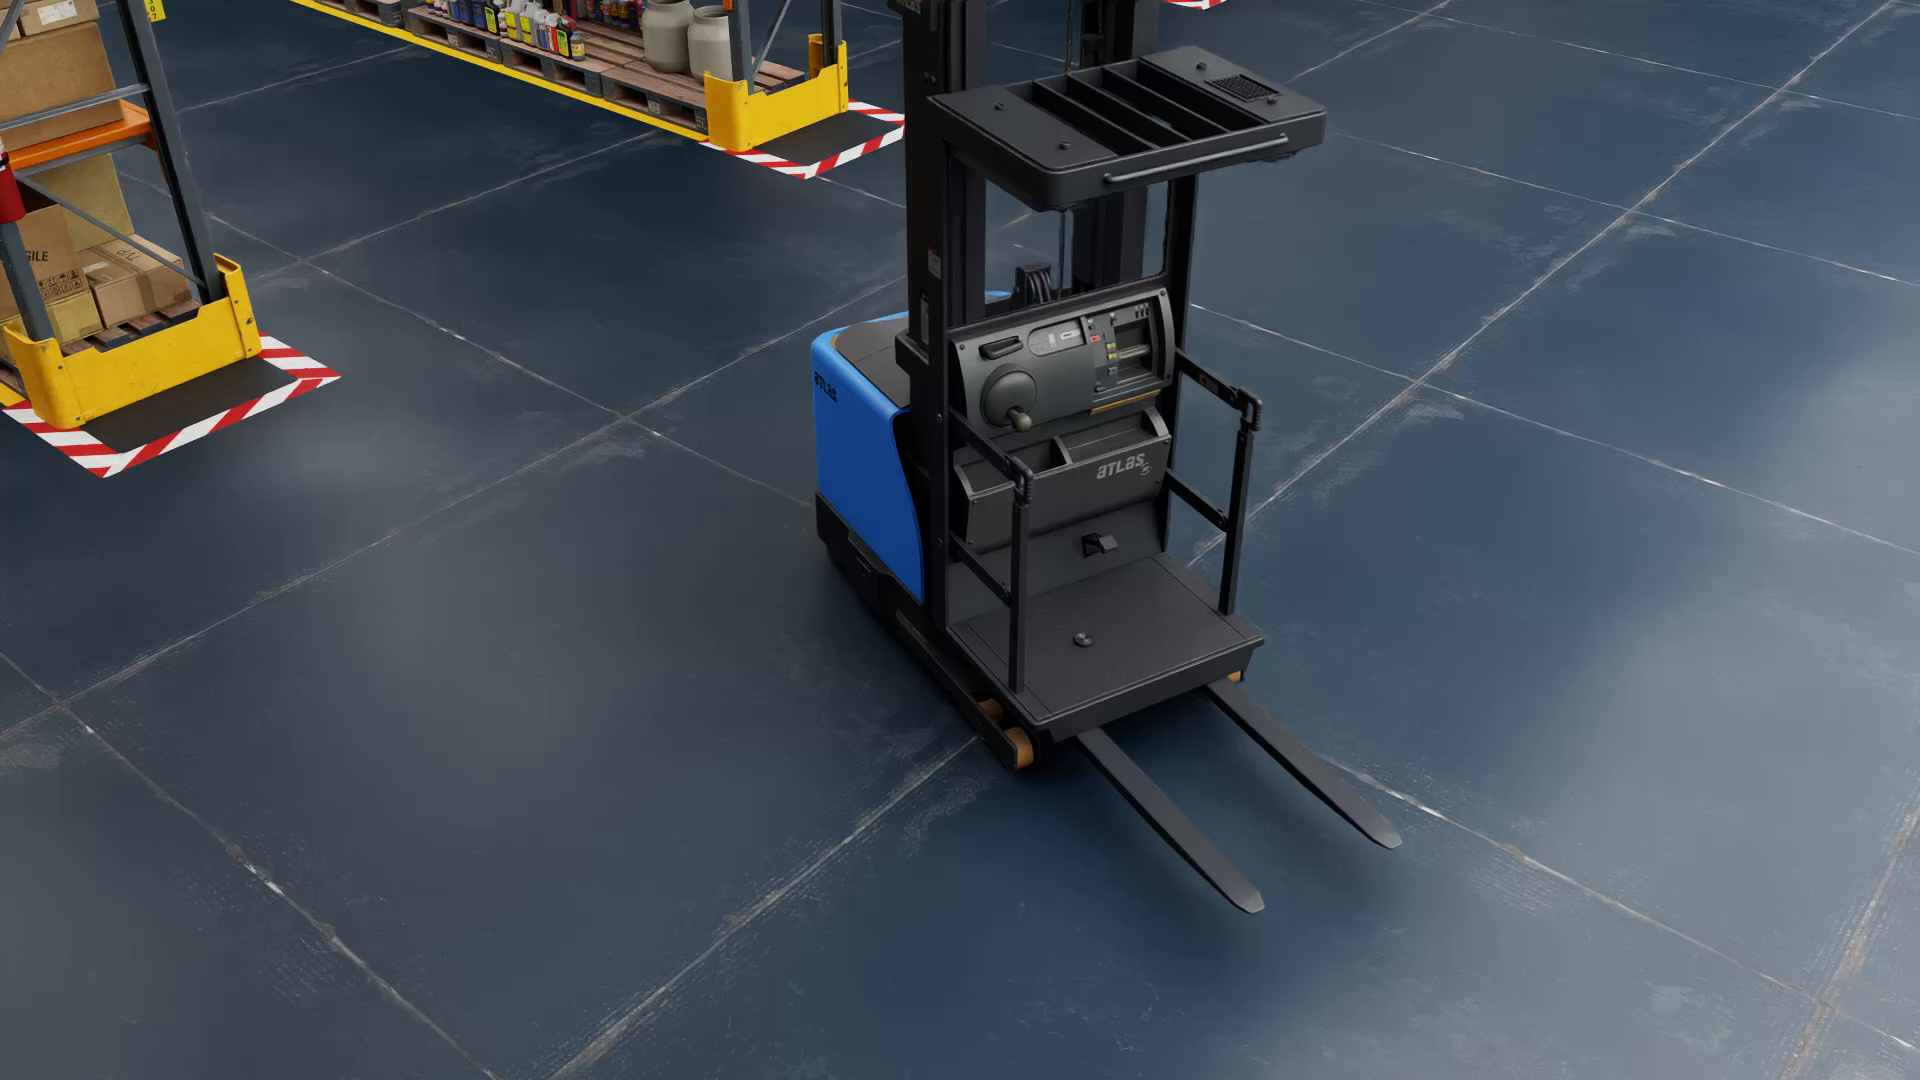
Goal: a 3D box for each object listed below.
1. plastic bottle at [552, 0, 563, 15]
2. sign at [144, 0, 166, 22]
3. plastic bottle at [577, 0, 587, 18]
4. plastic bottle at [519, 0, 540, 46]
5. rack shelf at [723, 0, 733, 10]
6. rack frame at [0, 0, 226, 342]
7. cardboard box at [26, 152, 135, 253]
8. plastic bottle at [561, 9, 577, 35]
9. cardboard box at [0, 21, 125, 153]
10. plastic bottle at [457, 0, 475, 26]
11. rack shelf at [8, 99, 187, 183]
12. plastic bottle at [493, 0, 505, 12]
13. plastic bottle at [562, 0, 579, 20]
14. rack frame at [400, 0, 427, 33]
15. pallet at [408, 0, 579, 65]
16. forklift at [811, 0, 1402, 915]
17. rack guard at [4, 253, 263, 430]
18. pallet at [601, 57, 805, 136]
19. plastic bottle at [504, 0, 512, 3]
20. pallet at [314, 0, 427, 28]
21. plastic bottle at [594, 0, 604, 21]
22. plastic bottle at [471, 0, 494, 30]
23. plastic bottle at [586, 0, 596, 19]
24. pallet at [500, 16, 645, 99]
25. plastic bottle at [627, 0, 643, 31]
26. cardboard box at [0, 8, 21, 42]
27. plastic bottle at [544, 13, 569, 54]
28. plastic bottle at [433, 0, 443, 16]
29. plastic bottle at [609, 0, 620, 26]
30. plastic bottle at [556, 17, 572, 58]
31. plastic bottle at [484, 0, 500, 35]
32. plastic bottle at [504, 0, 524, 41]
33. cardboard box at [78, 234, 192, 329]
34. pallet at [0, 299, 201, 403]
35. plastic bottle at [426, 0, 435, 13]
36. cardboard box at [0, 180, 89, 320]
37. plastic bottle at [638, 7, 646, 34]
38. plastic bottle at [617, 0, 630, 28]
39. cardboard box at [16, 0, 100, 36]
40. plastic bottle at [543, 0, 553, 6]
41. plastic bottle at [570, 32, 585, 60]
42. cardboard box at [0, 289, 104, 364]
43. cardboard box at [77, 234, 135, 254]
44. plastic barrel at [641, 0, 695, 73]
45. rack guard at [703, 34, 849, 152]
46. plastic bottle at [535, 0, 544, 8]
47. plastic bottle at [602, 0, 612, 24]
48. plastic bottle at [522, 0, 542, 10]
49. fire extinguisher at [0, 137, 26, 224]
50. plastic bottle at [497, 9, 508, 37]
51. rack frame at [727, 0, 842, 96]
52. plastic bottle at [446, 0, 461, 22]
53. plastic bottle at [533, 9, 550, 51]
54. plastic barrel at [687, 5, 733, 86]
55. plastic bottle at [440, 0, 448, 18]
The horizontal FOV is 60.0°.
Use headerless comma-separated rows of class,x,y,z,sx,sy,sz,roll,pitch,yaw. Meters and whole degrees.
plastic bottle,-3.270,-4.430,13.562,0.133,0.283,0.061,25,42,32
sign,-4.038,-2.743,8.260,0.005,0.325,0.100,25,42,32
plastic bottle,-3.102,-4.420,13.554,0.135,0.276,0.152,26,42,33
plastic bottle,-3.330,-4.043,12.939,0.185,0.351,0.144,27,43,34
rack shelf,-2.762,-4.696,12.573,4.000,0.370,1.077,25,42,32
rack frame,-4.397,-2.114,8.179,0.127,3.000,1.000,25,42,32
cardboard box,-5.053,-1.934,9.312,0.500,0.500,0.500,25,42,32
plastic bottle,-3.026,-3.954,12.868,0.133,0.283,0.061,25,42,32
cardboard box,-4.748,-2.330,8.405,0.500,0.500,0.700,25,42,32
plastic bottle,-3.944,-4.333,13.361,0.185,0.351,0.144,26,42,33
rack shelf,-5.934,-2.542,9.437,4.000,0.370,1.077,25,42,32
plastic bottle,-3.662,-4.195,13.230,0.097,0.271,0.097,0,34,0
plastic bottle,-3.169,-4.377,13.484,0.133,0.283,0.061,25,42,32
rack frame,-4.299,-5.717,13.425,0.127,3.000,1.000,25,42,32
pallet,-3.810,-4.306,13.833,1.213,0.211,1.003,25,42,32
forklift,0.509,-0.615,6.056,1.130,2.935,3.031,-18,38,-24
rack guard,-4.379,-1.075,8.874,0.348,0.500,1.175,25,42,32
pallet,-1.935,-3.422,12.546,1.213,0.211,1.003,25,42,32
plastic bottle,-3.712,-4.636,13.802,0.185,0.351,0.144,25,42,32
pallet,-4.928,-4.835,14.604,1.213,0.211,1.003,25,42,32
plastic bottle,-2.915,-4.351,13.457,0.097,0.271,0.097,0,34,0
plastic bottle,-3.799,-4.265,13.262,0.185,0.351,0.144,23,41,30
plastic bottle,-2.993,-4.359,13.530,0.097,0.201,0.097,0,34,0
pallet,-2.868,-3.864,13.190,1.213,0.211,1.003,25,42,32
plastic bottle,-2.581,-4.212,13.244,0.133,0.283,0.061,26,42,33
cardboard box,-4.813,-2.478,8.048,0.250,0.149,0.380,24,41,31
plastic bottle,-3.093,-3.904,12.803,0.135,0.276,0.152,26,42,32
plastic bottle,-4.257,-4.402,13.593,0.097,0.201,0.097,0,34,0
plastic bottle,-2.759,-4.277,13.350,0.097,0.271,0.097,0,34,0
plastic bottle,-3.018,-3.838,12.700,0.133,0.283,0.061,26,42,33
plastic bottle,-3.699,-4.159,13.167,0.133,0.283,0.061,27,43,34
plastic bottle,-3.473,-4.111,13.038,0.185,0.351,0.144,25,42,31
cardboard box,-4.667,-1.445,9.262,0.500,0.250,0.500,25,42,32
pallet,-5.012,-1.224,9.345,1.213,0.211,1.003,25,42,32
plastic bottle,-4.335,-4.467,13.627,0.097,0.271,0.097,0,34,0
cardboard box,-5.000,-1.528,8.720,0.500,0.500,0.500,25,42,32
plastic bottle,-2.499,-4.125,13.191,0.097,0.201,0.097,0,34,0
plastic bottle,-2.682,-4.241,13.297,0.097,0.271,0.097,0,34,0
cardboard box,-4.561,-2.659,8.310,0.250,0.149,0.380,25,42,32
plastic bottle,-3.472,-4.629,13.792,0.185,0.351,0.144,23,41,30
plastic bottle,-2.917,-3.770,12.673,0.097,0.201,0.097,0,34,0
cardboard box,-4.998,-1.220,8.934,0.500,0.250,0.500,25,42,32
cardboard box,-5.054,-1.624,9.523,0.500,0.250,0.500,25,42,32
plastic barrel,-2.165,-3.802,12.463,0.421,0.512,0.421,0,34,0
rack guard,-1.314,-3.244,12.033,0.348,0.500,1.175,25,42,32
plastic bottle,-3.548,-4.524,13.706,0.135,0.276,0.152,25,42,32
plastic bottle,-2.836,-4.284,13.422,0.097,0.201,0.097,0,34,0
plastic bottle,-3.397,-4.154,13.166,0.135,0.276,0.152,25,42,32
fire extinguisher,-4.604,-1.837,7.844,0.183,0.674,0.296,25,42,32
plastic bottle,-3.597,-4.091,13.140,0.097,0.201,0.097,0,34,0
rack frame,-1.225,-4.268,11.315,0.127,3.000,1.000,25,42,32
plastic bottle,-4.069,-4.364,13.472,0.135,0.276,0.152,27,43,33
plastic bottle,-3.200,-3.954,12.876,0.135,0.276,0.152,24,41,31
plastic barrel,-1.780,-3.621,12.199,0.421,0.512,0.421,0,34,0
plastic bottle,-4.178,-4.365,13.539,0.097,0.201,0.097,0,34,0
